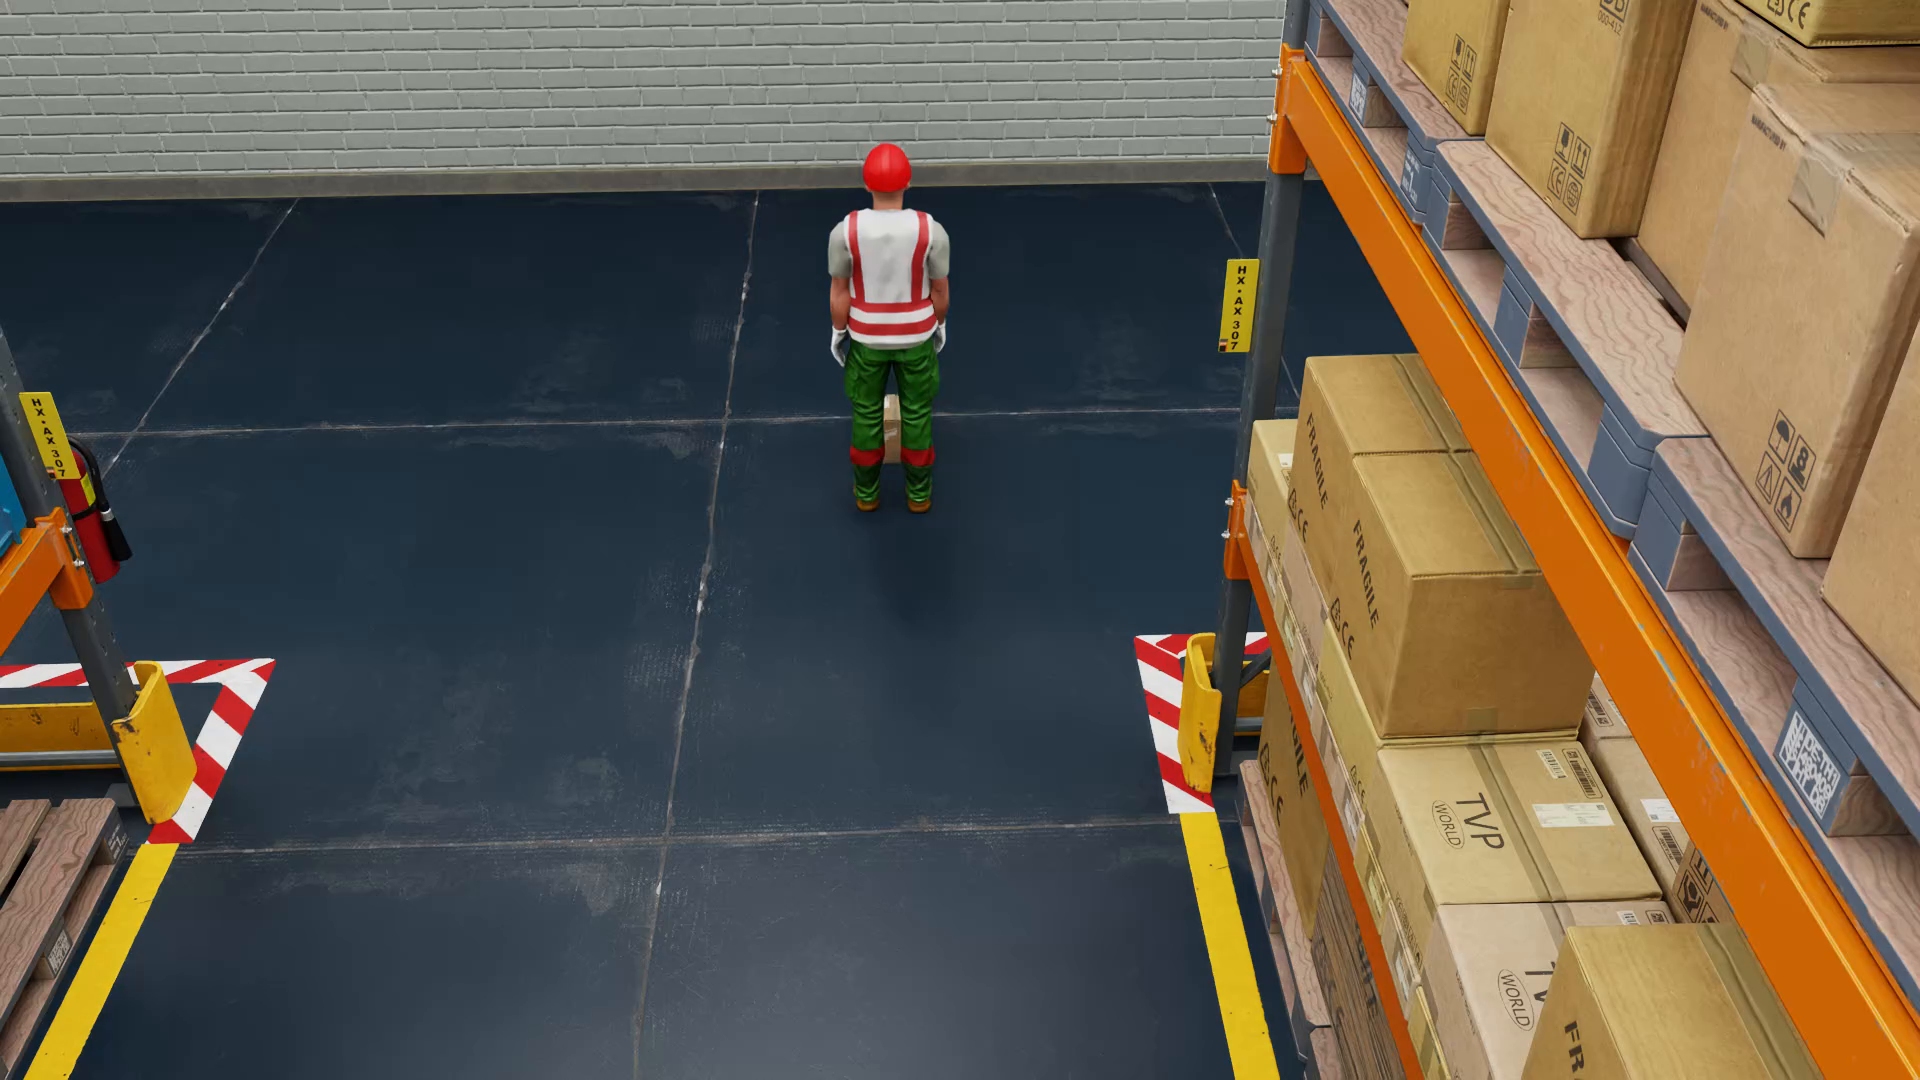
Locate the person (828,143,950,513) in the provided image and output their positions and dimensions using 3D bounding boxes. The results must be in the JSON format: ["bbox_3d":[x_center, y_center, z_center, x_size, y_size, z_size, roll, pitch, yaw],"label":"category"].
[{"bbox_3d":[-0.311,-0.928,7.442,0.534,1.798,0.383,-1,35,-1],"label":"person"}]
